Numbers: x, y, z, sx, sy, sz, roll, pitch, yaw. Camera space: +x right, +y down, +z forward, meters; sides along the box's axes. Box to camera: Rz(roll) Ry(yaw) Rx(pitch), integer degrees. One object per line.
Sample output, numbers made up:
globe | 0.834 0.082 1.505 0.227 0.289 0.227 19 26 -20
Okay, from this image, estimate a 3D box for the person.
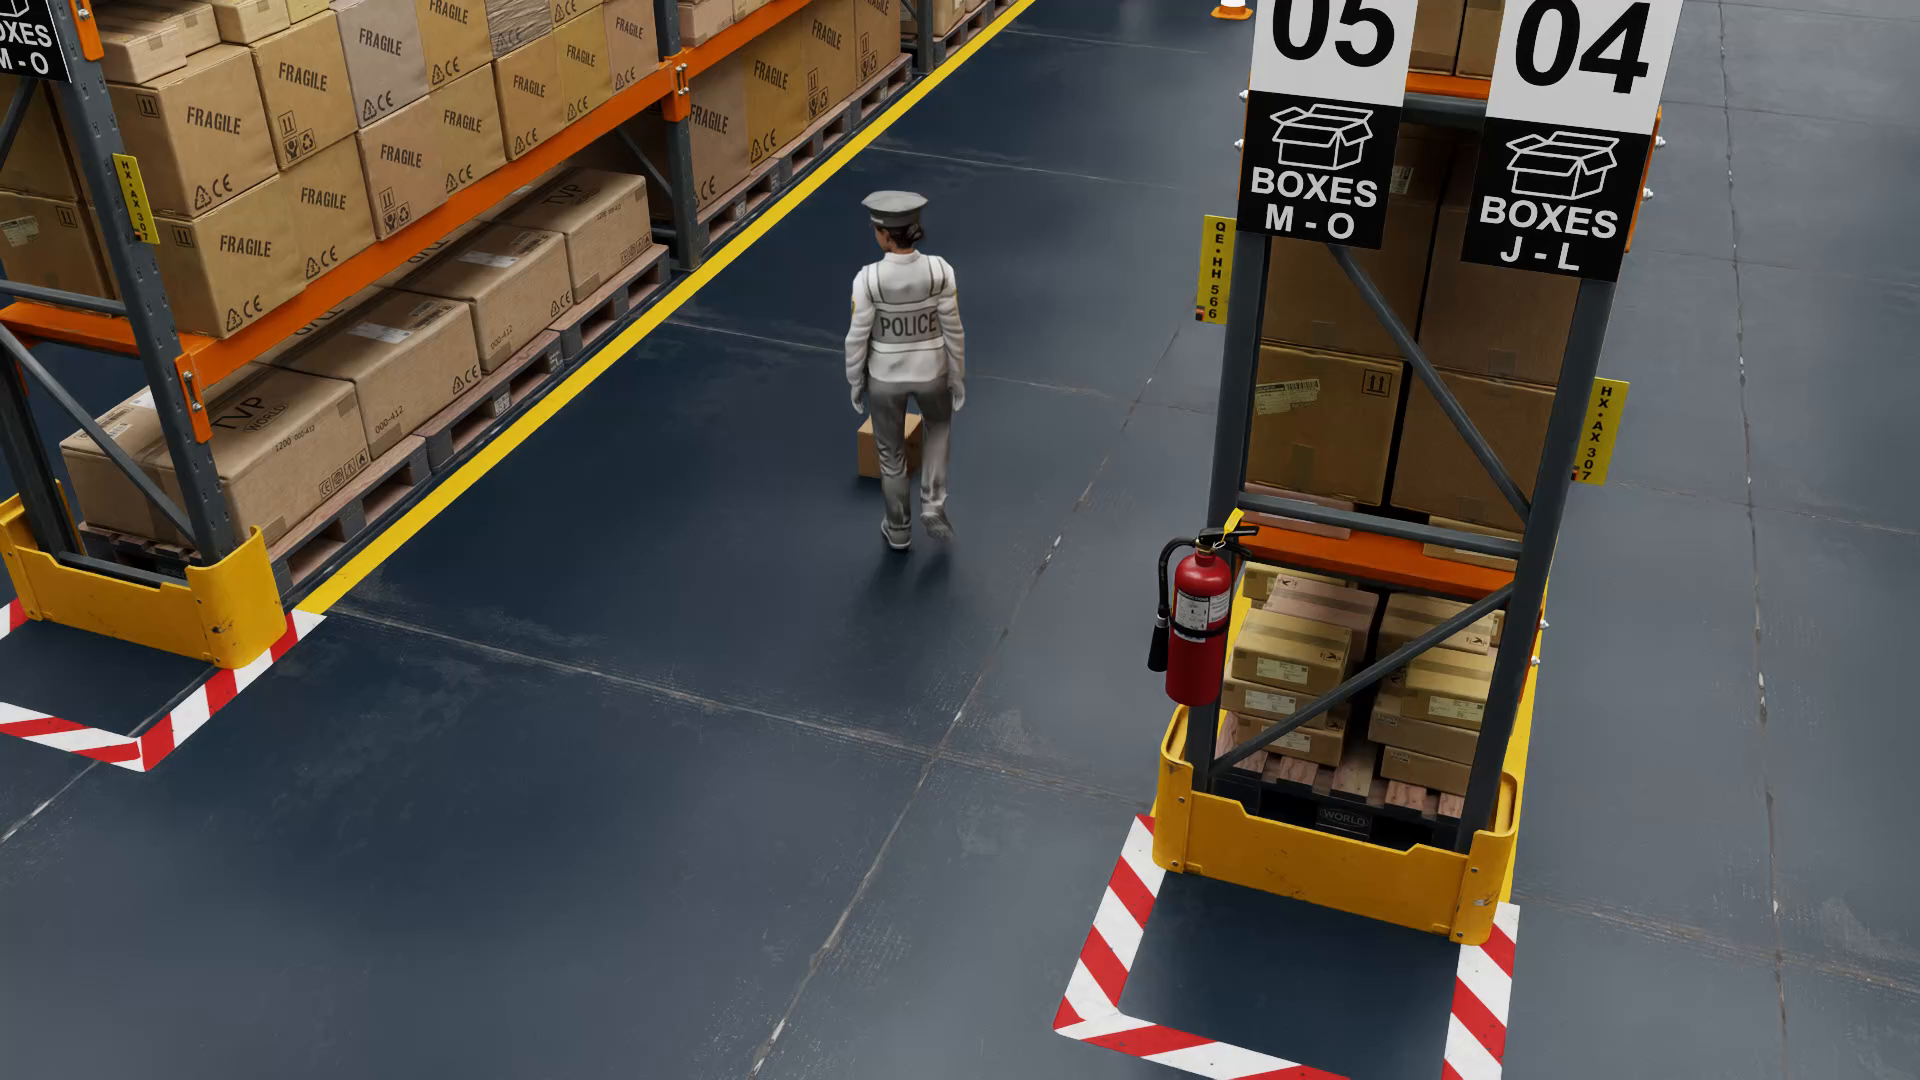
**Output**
person | -0.248 -0.705 7.174 0.513 1.657 0.400 -7 34 -10
